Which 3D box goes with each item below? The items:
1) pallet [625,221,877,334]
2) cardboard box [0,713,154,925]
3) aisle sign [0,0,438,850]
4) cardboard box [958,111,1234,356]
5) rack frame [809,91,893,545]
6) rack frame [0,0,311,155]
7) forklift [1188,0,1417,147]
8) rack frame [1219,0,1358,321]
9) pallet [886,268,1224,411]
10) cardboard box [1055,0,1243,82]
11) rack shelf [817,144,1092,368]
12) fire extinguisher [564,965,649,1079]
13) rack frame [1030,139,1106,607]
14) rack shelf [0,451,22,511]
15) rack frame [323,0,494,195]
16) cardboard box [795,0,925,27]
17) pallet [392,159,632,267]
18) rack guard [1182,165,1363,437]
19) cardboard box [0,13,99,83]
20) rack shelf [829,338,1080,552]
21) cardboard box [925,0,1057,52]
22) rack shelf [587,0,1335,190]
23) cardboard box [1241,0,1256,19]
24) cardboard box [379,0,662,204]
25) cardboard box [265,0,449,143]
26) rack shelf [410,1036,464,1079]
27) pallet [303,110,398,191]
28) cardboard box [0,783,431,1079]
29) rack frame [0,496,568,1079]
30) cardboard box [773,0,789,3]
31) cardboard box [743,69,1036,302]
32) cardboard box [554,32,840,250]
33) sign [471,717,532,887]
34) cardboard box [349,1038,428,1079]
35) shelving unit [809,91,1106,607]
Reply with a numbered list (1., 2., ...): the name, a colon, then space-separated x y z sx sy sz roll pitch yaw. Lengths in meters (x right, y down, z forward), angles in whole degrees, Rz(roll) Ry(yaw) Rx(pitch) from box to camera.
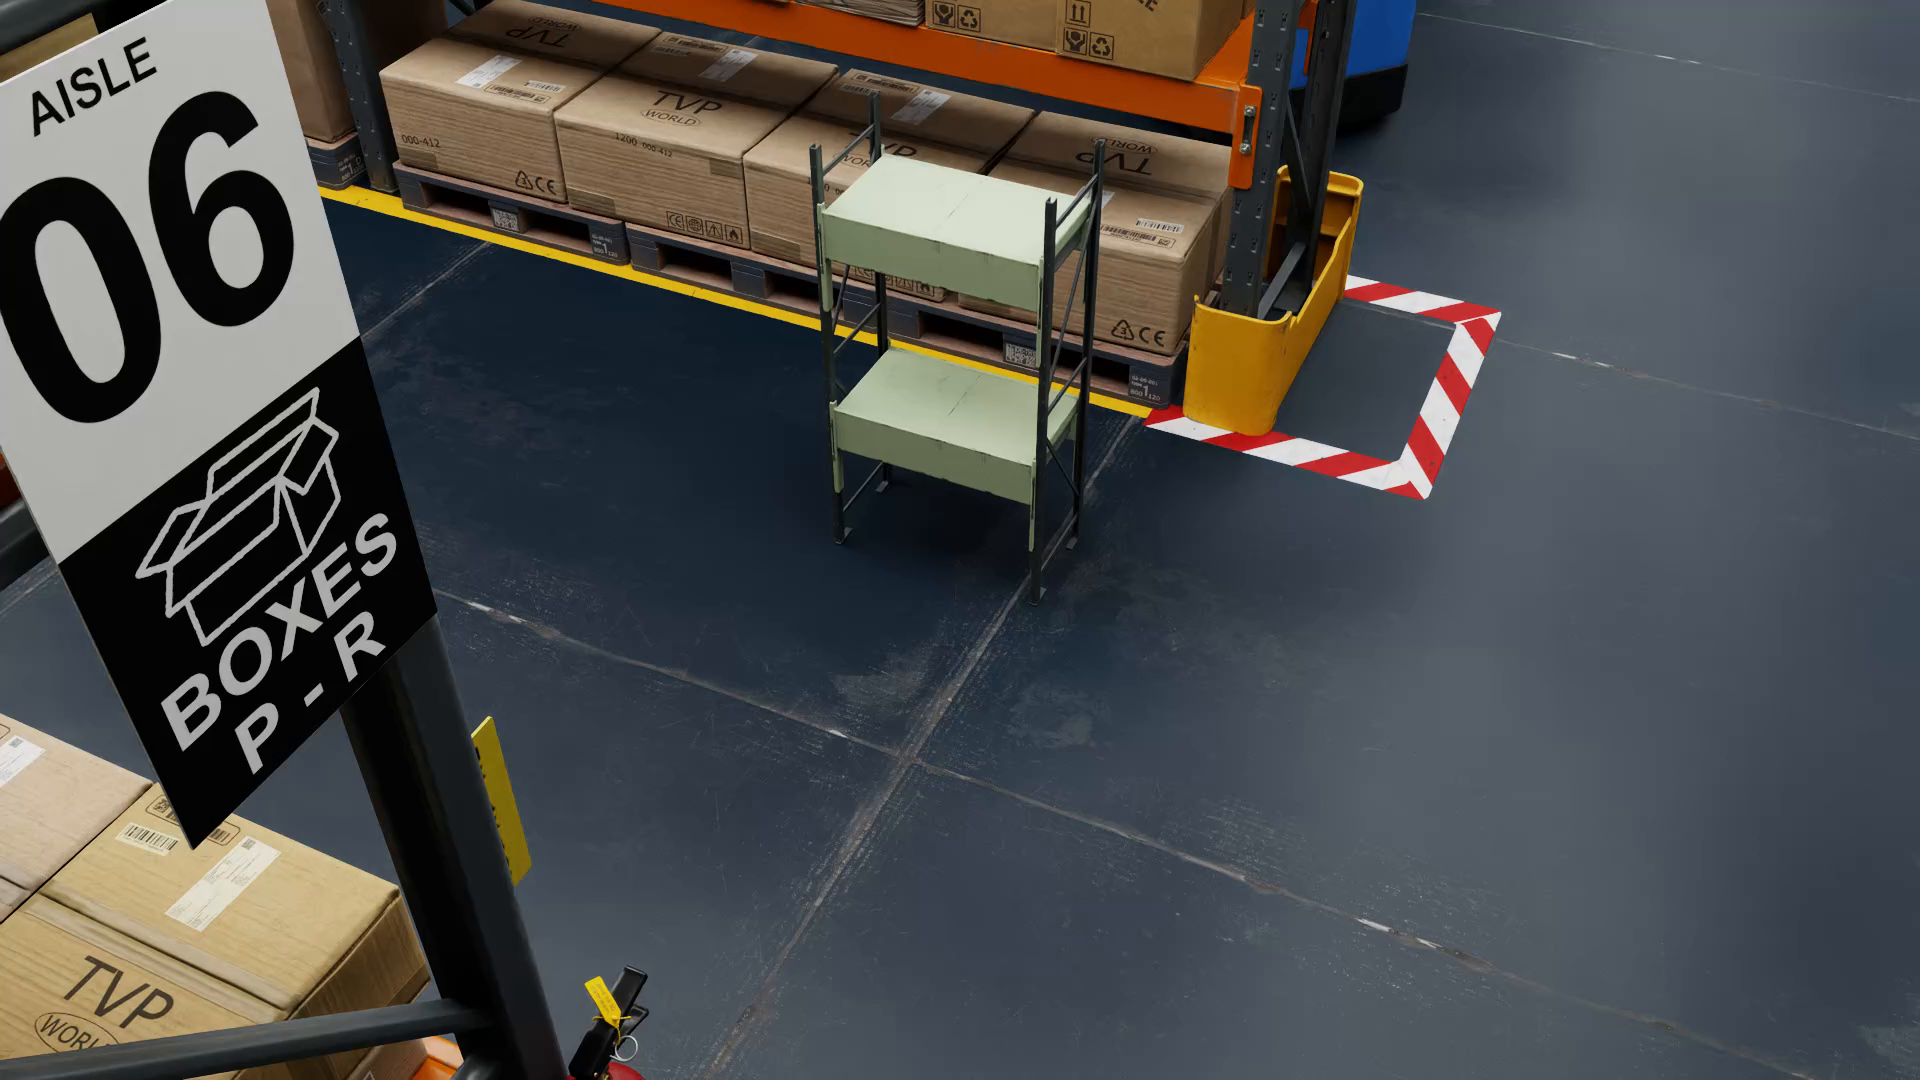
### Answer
1. pallet: -0.656 -1.365 7.164 1.213 0.211 1.003 17 44 19
2. cardboard box: -1.646 0.561 2.700 0.500 0.250 0.500 17 44 19
3. aisle sign: -0.706 -0.096 1.586 0.004 0.787 0.394 17 44 19
4. cardboard box: 0.563 -1.219 6.502 0.875 0.438 0.875 16 43 17
5. rack frame: -0.338 -0.670 5.378 0.023 1.500 0.400 17 44 19
6. rack frame: -0.892 -1.225 0.293 0.127 3.000 1.000 17 44 19
7. forklift: 1.066 -3.897 8.008 1.130 2.935 3.031 -17 44 -18
8. rack frame: 1.203 -1.905 5.658 0.127 3.000 1.000 17 44 19
9. pallet: 0.446 -1.027 6.773 1.213 0.211 1.003 17 44 19
10. cardboard box: 0.654 -1.920 5.598 0.500 0.500 0.500 17 44 19
11. rack shelf: -0.006 -0.863 5.005 0.720 0.370 0.431 17 44 19
12. fire extinguisher: -0.563 0.978 2.675 0.183 0.674 0.296 17 44 19
13. rack frame: 0.326 -0.467 5.144 0.023 1.500 0.400 17 44 19
14. rack shelf: -2.704 -0.374 2.150 4.000 0.370 1.077 17 44 19
15. rack frame: -2.421 -3.013 6.936 0.127 3.000 1.000 17 44 19
16. cardboard box: -0.264 -2.204 5.926 0.500 0.500 0.500 18 44 20
17. pallet: -1.765 -1.702 7.553 1.213 0.211 1.003 17 44 19
18. rack guard: 1.225 -0.954 6.469 0.348 0.500 1.175 17 44 19
19. cardboard box: -1.178 -0.432 1.556 0.500 0.250 0.500 17 44 18
20. rack shelf: -0.006 -0.322 5.474 0.720 0.370 0.431 17 44 19
21. cardboard box: 0.206 -2.068 5.769 0.500 0.500 0.500 16 43 18
22. rack shelf: -0.609 -2.187 6.533 4.000 0.370 1.077 17 44 19
23. cardboard box: 0.890 -2.246 5.975 0.500 0.500 0.500 17 44 18
24. cardboard box: -1.898 -1.966 7.364 0.875 0.438 0.875 16 44 18
25. cardboard box: -3.017 -2.493 7.638 0.875 0.875 0.875 18 44 20
26. rack shelf: -2.704 0.760 3.132 4.000 0.370 1.077 17 44 19
27. pallet: -3.153 -2.128 8.044 1.213 0.211 1.003 17 44 19
28. cardboard box: -1.189 0.701 2.539 0.500 0.250 0.500 17 44 19
29. rack frame: -0.892 1.042 2.258 0.127 3.000 1.000 17 44 19
30. cardboard box: -0.738 -2.339 6.083 0.500 0.500 0.500 18 44 20
31. cardboard box: -0.270 -1.468 6.789 0.875 0.438 0.875 18 44 20
32. cardboard box: -1.086 -1.718 7.078 0.875 0.438 0.875 16 43 17
33. sign: -0.663 0.393 2.346 0.005 0.325 0.100 17 44 19
34. cardboard box: -1.074 0.883 2.633 0.250 0.149 0.380 17 44 18
35. shelving unit: -0.006 -0.569 5.261 0.755 1.500 0.431 17 44 19
